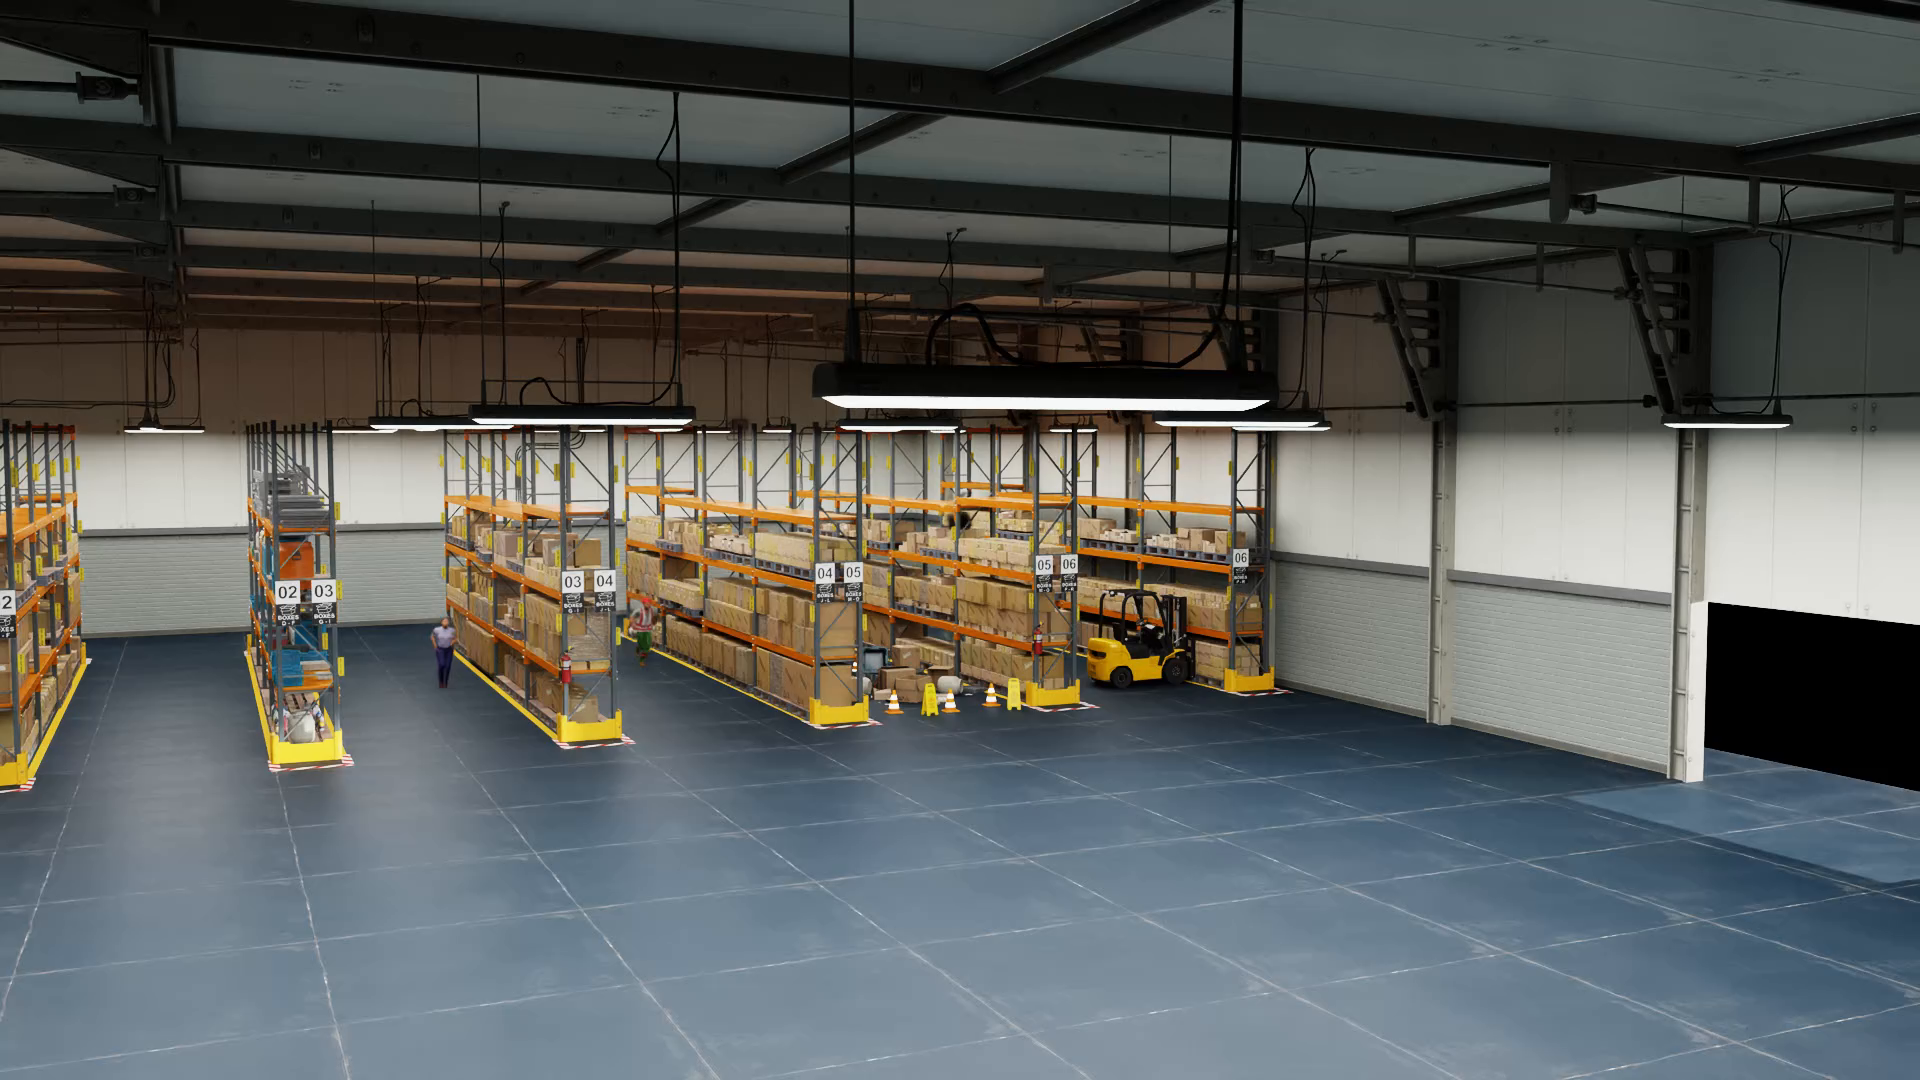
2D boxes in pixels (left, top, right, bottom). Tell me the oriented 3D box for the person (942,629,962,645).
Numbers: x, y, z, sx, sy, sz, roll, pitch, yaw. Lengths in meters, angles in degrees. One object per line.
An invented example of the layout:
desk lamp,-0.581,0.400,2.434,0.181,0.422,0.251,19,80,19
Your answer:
person,-0.222,2.209,43.930,0.539,1.546,0.899,-2,4,-33

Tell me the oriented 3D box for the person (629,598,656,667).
person,-7.903,2.282,41.434,0.667,1.713,0.702,-3,5,-39

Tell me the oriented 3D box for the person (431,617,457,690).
person,-11.704,2.563,37.786,0.527,1.665,0.796,-2,4,-30
